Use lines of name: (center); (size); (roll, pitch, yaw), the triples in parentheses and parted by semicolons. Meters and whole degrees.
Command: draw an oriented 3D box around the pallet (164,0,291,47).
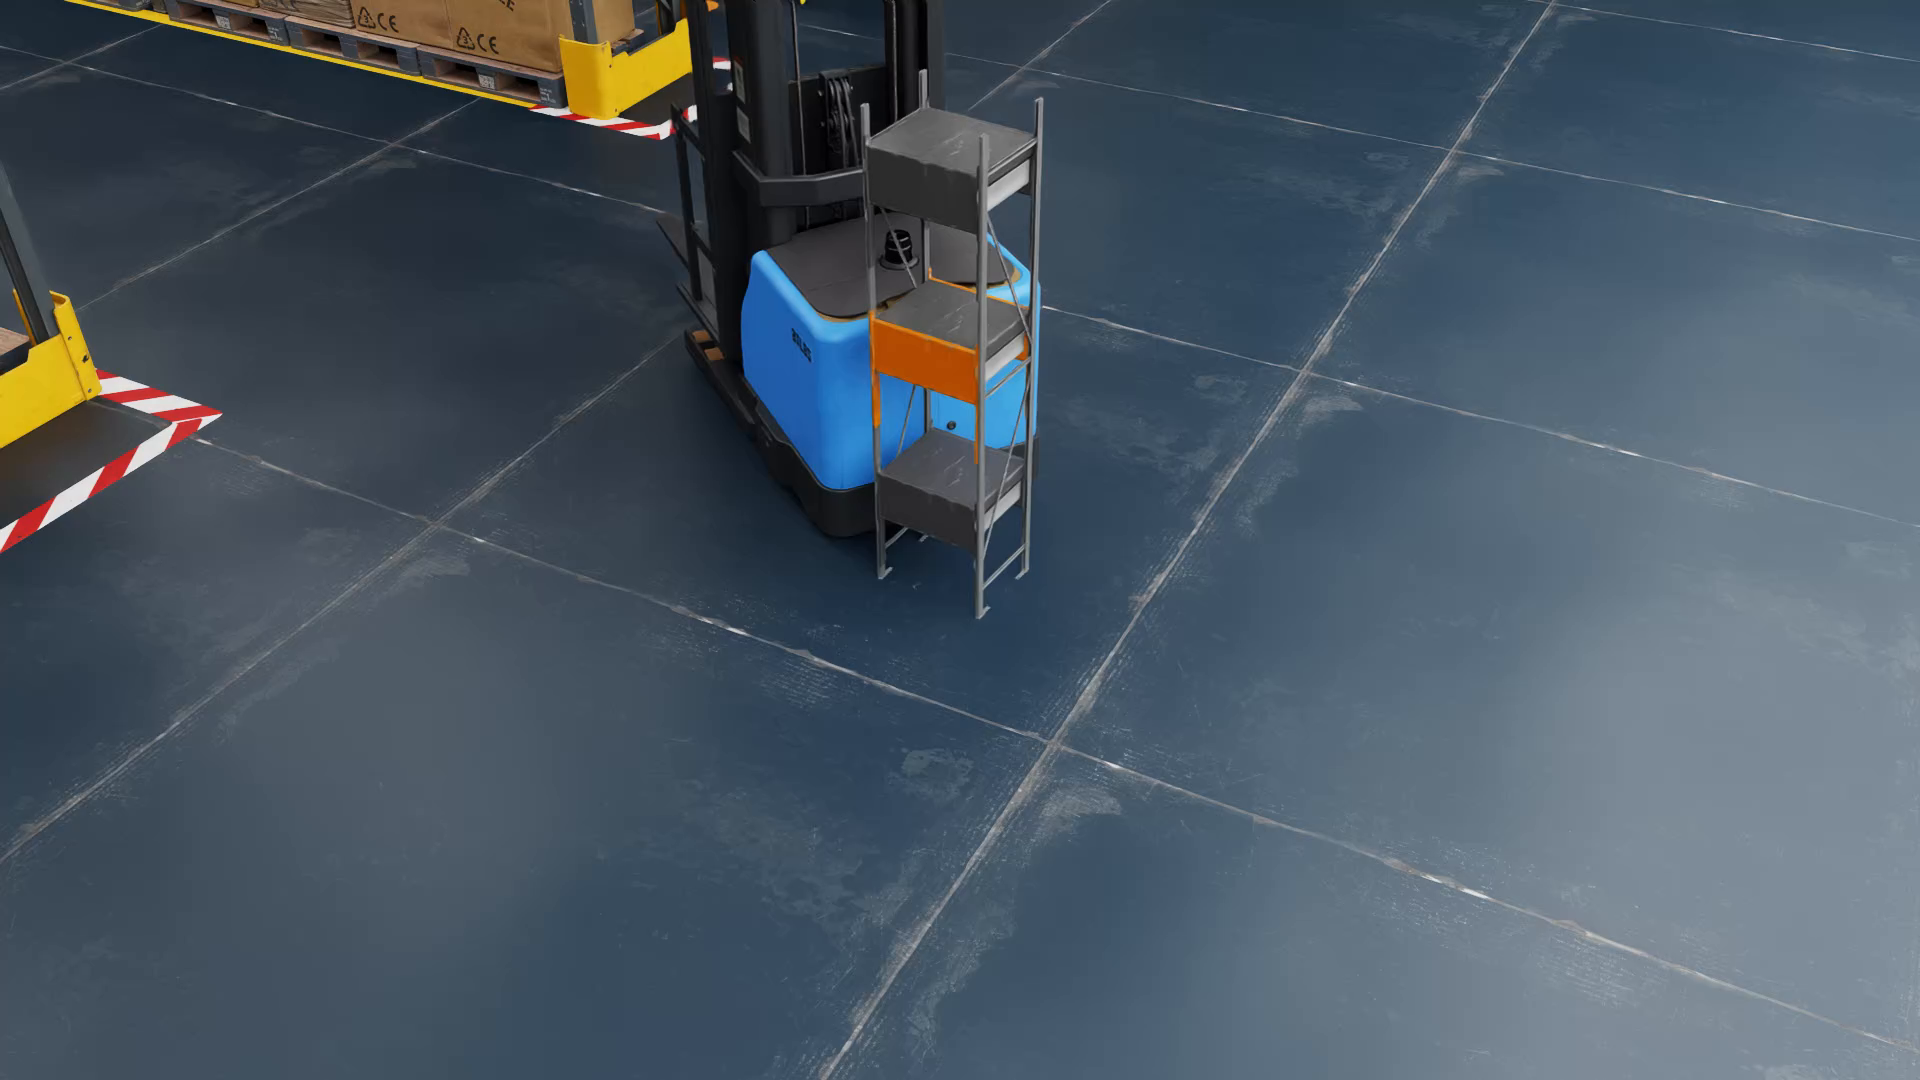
pallet: (-5.117, -4.041, 12.398); (1.213, 0.211, 1.003); (17, 41, 21)

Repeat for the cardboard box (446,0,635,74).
cardboard box: (-2.837, -3.767, 11.141); (0.875, 0.875, 0.875); (18, 41, 22)

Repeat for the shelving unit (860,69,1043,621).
shelving unit: (-0.027, -0.688, 6.420); (0.503, 2.100, 0.431); (21, 42, 25)

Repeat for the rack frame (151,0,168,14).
rack frame: (-5.756, -5.405, 11.889); (0.127, 3.000, 1.000); (17, 41, 21)

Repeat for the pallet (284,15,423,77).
pallet: (-4.029, -3.702, 11.953); (1.213, 0.211, 1.003); (17, 41, 21)

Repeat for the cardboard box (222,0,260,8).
cardboard box: (-5.230, -4.513, 12.125); (0.875, 0.875, 0.875); (18, 41, 22)

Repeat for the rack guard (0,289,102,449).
rack guard: (-4.642, -0.683, 7.737); (0.348, 0.500, 1.175); (17, 41, 21)

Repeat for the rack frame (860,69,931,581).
rack frame: (-0.233, -0.768, 6.525); (0.015, 2.100, 0.400); (21, 42, 25)

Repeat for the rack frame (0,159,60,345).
rack frame: (-4.575, -1.658, 6.953); (0.127, 3.000, 1.000); (17, 41, 21)

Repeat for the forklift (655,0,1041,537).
forklift: (-0.739, -2.063, 7.544); (1.130, 2.935, 3.031); (-16, 40, -20)

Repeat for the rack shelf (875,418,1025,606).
rack shelf: (-0.027, -0.120, 6.852); (0.480, 0.518, 0.431); (21, 42, 25)

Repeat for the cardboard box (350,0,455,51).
cardboard box: (-3.619, -4.010, 11.462); (0.875, 0.875, 0.875); (17, 40, 21)

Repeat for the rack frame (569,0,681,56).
rack frame: (-2.204, -4.293, 10.424); (0.127, 3.000, 1.000); (17, 41, 21)

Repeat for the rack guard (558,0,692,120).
rack guard: (-2.183, -3.290, 11.171); (0.348, 0.500, 1.175); (17, 41, 21)

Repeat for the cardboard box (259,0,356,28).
cardboard box: (-4.428, -4.265, 11.797); (0.875, 0.875, 0.875); (18, 41, 22)

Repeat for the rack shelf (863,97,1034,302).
rack shelf: (-0.027, -1.235, 6.005); (0.480, 0.518, 0.431); (21, 42, 25)

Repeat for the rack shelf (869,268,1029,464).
rack shelf: (-0.027, -0.678, 6.429); (0.480, 0.518, 0.431); (21, 42, 25)

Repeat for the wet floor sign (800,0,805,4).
wet floor sign: (-1.268, -4.410, 12.526); (0.232, 0.644, 0.267); (11, 38, 14)

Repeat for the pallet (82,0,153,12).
pallet: (-6.476, -4.468, 12.962); (1.213, 0.211, 1.003); (17, 41, 21)

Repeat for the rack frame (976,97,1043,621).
rack frame: (0.178, -0.609, 6.316); (0.015, 2.100, 0.400); (21, 42, 25)

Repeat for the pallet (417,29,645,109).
pallet: (-2.950, -3.362, 11.505); (1.213, 0.211, 1.003); (17, 41, 21)

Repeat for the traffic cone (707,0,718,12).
traffic cone: (-2.023, -4.192, 12.390); (0.334, 0.463, 0.336); (17, 41, 21)

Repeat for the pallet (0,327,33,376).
pallet: (-5.347, -0.813, 8.146); (1.213, 0.211, 1.003); (17, 41, 21)
